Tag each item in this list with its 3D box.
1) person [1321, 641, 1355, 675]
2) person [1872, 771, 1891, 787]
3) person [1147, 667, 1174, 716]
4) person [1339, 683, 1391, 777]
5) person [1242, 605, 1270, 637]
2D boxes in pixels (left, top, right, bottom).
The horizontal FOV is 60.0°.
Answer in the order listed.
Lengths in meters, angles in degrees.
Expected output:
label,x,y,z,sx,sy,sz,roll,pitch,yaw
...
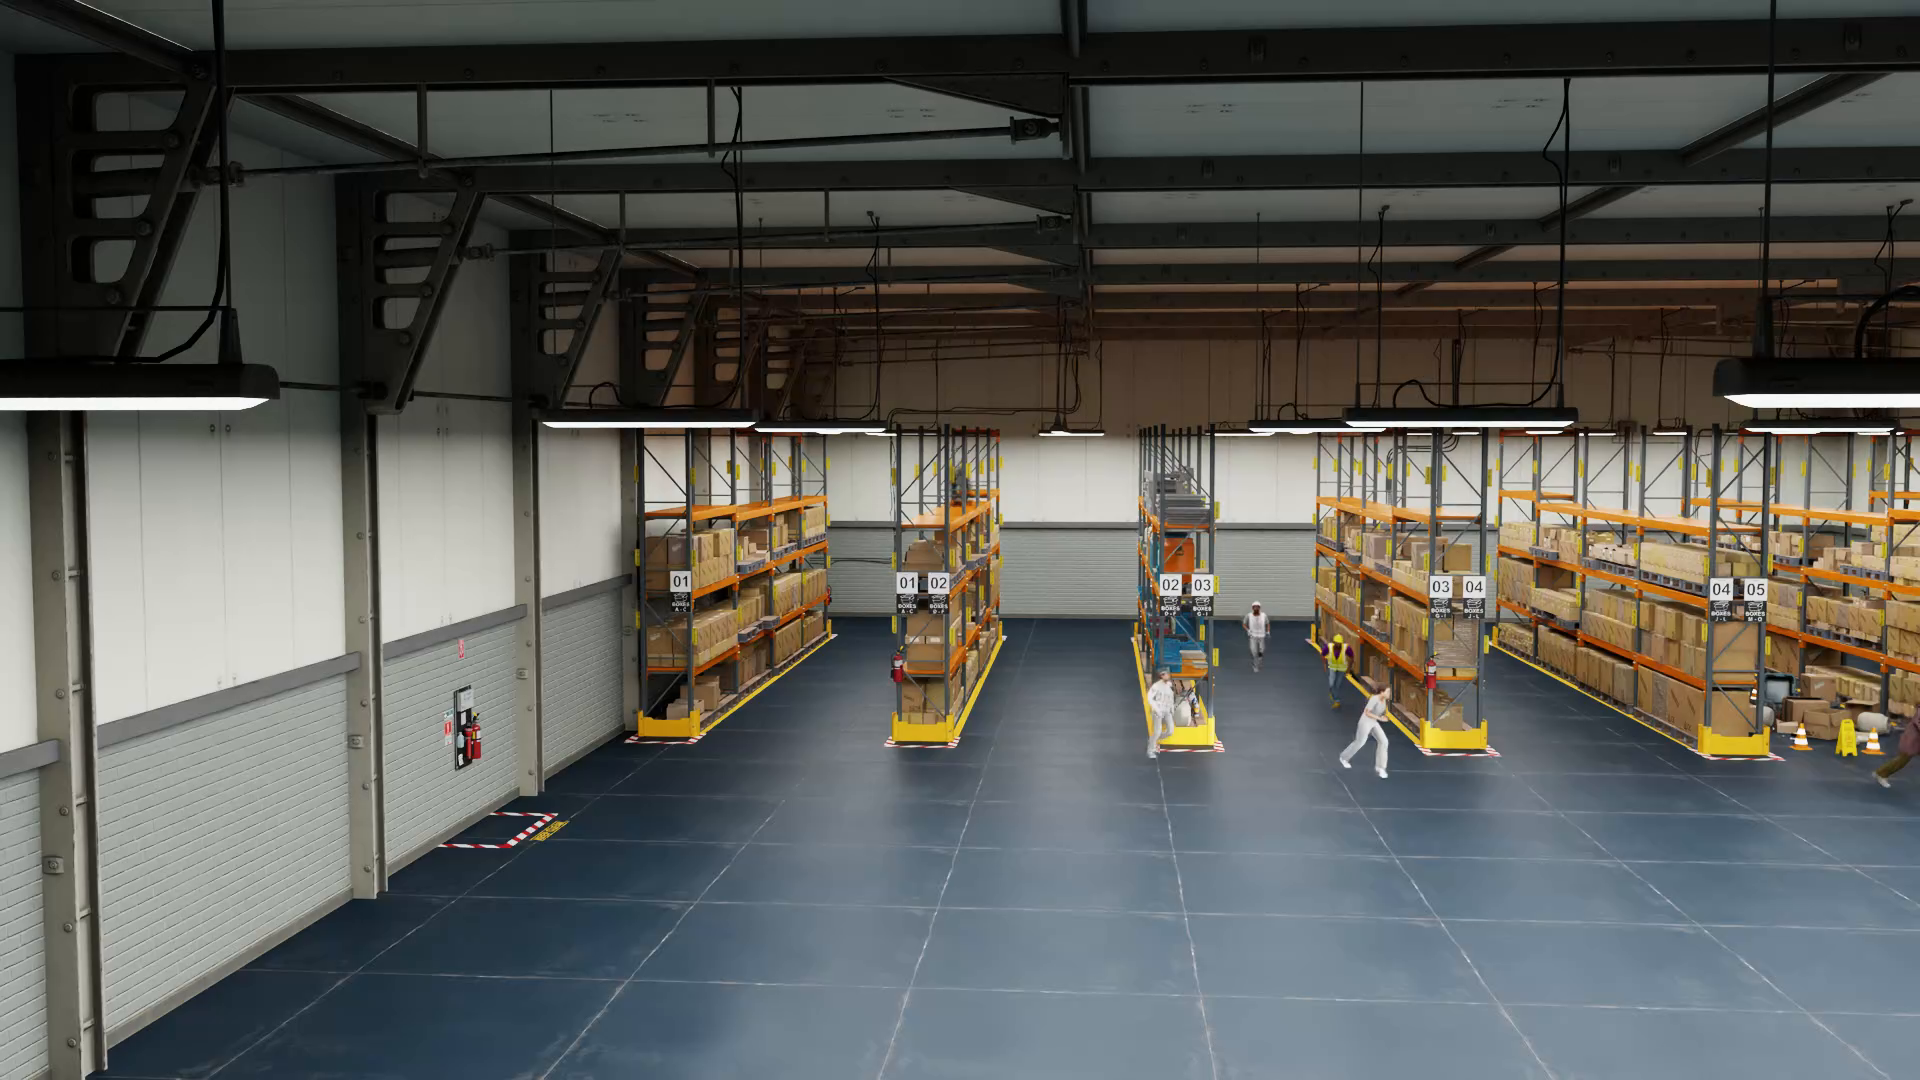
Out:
label,x,y,z,sx,sy,sz,roll,pitch,yaw
person,8.044,2.455,35.410,0.707,0.860,0.625,1,4,10
person,15.332,3.264,26.847,1.069,1.742,0.714,3,5,43
person,3.659,2.734,29.874,0.669,0.915,0.438,-2,4,-32
person,6.935,3.221,28.458,0.957,1.626,0.607,3,5,42
person,7.271,2.028,40.744,0.686,0.799,0.464,0,3,4
